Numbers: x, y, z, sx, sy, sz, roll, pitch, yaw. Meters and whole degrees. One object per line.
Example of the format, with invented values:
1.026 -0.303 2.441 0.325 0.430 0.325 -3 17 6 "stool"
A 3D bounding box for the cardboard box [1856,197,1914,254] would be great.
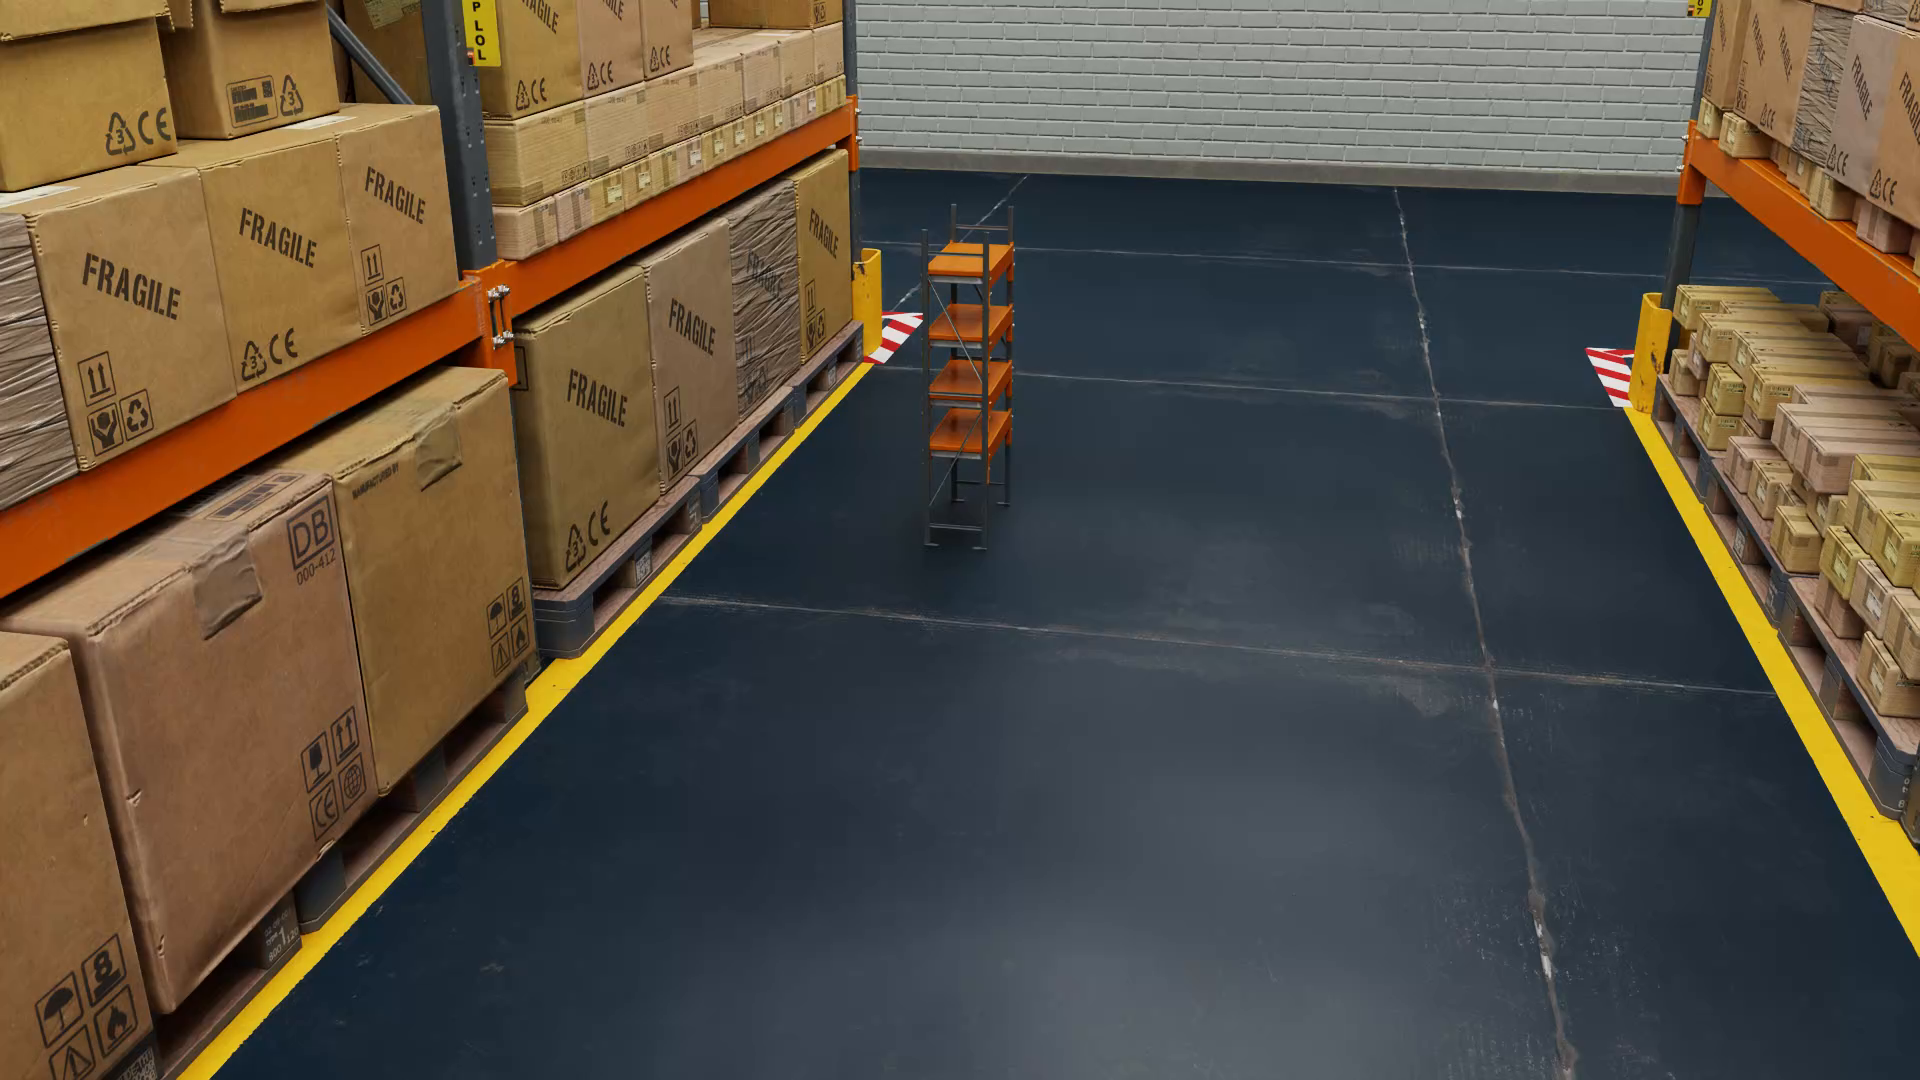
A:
2.989 -0.966 5.074 0.380 0.149 0.250 3 22 9 "cardboard box"

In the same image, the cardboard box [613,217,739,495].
-1.440 -0.760 6.506 0.875 0.875 0.875 4 22 11 "cardboard box"

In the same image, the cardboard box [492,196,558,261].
-1.451 -0.952 5.039 0.380 0.149 0.250 5 22 11 "cardboard box"

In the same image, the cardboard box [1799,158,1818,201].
3.159 -1.249 5.777 0.380 0.149 0.250 5 23 13 "cardboard box"

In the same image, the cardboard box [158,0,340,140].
-1.959 -1.263 3.999 0.797 0.503 0.637 4 22 10 "cardboard box"

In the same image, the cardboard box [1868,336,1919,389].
3.803 -0.687 6.503 0.380 0.149 0.250 4 22 9 "cardboard box"

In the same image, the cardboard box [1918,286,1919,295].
2.773 -0.679 4.361 0.380 0.149 0.250 4 22 9 "cardboard box"

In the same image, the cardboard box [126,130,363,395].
-1.773 -0.660 3.843 0.500 0.500 0.500 5 23 13 "cardboard box"

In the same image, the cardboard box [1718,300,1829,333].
3.436 -0.906 7.047 0.380 0.149 0.250 5 22 12 "cardboard box"

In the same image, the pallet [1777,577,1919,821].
3.100 0.474 4.893 1.003 0.211 1.213 4 22 11 "pallet"

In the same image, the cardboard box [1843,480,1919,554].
2.873 -0.057 4.938 0.380 0.149 0.250 4 22 10 "cardboard box"

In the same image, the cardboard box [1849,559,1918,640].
2.794 0.179 4.749 0.380 0.149 0.250 3 22 8 "cardboard box"

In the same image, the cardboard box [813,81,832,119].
-0.822 -2.082 7.844 0.380 0.149 0.250 5 22 11 "cardboard box"

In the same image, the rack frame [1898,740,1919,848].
2.998 -0.571 3.756 1.000 3.000 0.127 4 22 11 "rack frame"

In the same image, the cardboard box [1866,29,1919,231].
2.927 -1.144 4.646 0.500 0.500 0.500 4 22 9 "cardboard box"

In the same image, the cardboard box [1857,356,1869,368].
3.882 -0.639 6.781 0.380 0.149 0.250 4 22 9 "cardboard box"

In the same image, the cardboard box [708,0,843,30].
-0.863 -2.667 7.759 0.500 0.500 0.500 5 22 12 "cardboard box"

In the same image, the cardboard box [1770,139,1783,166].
3.390 -1.528 6.469 0.380 0.149 0.250 6 23 13 "cardboard box"

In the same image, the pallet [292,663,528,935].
-1.921 0.595 4.592 1.003 0.211 1.213 4 22 11 "pallet"

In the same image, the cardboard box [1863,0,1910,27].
3.048 -1.787 4.905 0.500 0.500 0.500 5 22 12 "cardboard box"

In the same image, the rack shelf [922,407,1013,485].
0.034 -0.371 6.379 0.258 0.148 0.480 4 22 11 "rack shelf"

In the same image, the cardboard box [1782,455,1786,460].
3.247 -0.388 6.157 0.380 0.149 0.250 6 23 14 "cardboard box"

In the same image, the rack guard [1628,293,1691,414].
3.799 -0.846 7.786 1.175 0.500 0.348 4 22 11 "rack guard"

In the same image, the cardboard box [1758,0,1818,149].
3.256 -1.699 6.025 0.500 0.500 0.500 5 22 12 "cardboard box"

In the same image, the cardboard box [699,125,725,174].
-1.134 -1.522 6.455 0.380 0.149 0.250 4 22 9 "cardboard box"

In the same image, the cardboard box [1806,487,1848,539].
3.012 -0.099 5.440 0.380 0.149 0.250 5 22 12 "cardboard box"

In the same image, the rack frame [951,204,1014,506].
0.084 -0.706 6.501 0.240 1.200 0.015 4 22 11 "rack frame"

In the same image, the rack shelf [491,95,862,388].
-1.429 -1.384 6.737 1.077 0.370 4.000 4 22 11 "rack shelf"

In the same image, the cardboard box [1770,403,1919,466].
3.010 -0.352 5.670 0.380 0.149 0.250 4 22 9 "cardboard box"

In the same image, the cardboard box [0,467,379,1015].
-2.129 0.367 3.708 1.225 0.875 0.875 4 22 9 "cardboard box"

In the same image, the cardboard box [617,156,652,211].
-1.292 -1.241 5.756 0.380 0.149 0.250 4 22 9 "cardboard box"

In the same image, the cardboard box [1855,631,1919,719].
2.745 0.387 4.631 0.380 0.149 0.250 5 22 12 "cardboard box"

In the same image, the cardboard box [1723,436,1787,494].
3.123 -0.275 6.276 0.380 0.149 0.250 3 22 8 "cardboard box"

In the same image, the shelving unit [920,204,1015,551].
0.034 -0.617 6.280 0.258 1.200 0.503 4 22 11 "shelving unit"

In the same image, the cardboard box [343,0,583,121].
-1.489 -1.558 5.005 0.500 0.500 0.500 4 22 11 "cardboard box"

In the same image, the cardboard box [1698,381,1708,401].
3.421 -0.637 7.174 0.380 0.149 0.250 4 22 11 "cardboard box"

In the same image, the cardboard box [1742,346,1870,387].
3.224 -0.626 6.351 0.380 0.149 0.250 5 23 13 "cardboard box"

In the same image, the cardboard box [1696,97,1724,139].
3.427 -1.824 7.203 0.380 0.149 0.250 4 22 10 "cardboard box"

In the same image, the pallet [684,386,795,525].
-1.358 -0.412 7.094 1.003 0.211 1.213 4 22 11 "pallet"

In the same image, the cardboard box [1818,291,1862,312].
3.954 -0.969 7.203 0.380 0.149 0.250 5 22 12 "cardboard box"

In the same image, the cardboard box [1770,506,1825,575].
2.956 0.009 5.571 0.380 0.149 0.250 4 22 11 "cardboard box"

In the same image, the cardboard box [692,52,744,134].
-1.170 -1.757 6.504 0.500 0.250 0.500 4 22 11 "cardboard box"

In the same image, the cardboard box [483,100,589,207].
-1.485 -1.206 5.136 0.500 0.250 0.500 4 22 10 "cardboard box"

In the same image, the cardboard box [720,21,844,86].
-0.860 -2.320 7.901 0.500 0.250 0.500 4 22 10 "cardboard box"

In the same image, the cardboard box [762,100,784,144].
-0.978 -1.803 7.152 0.380 0.149 0.250 4 22 10 "cardboard box"
